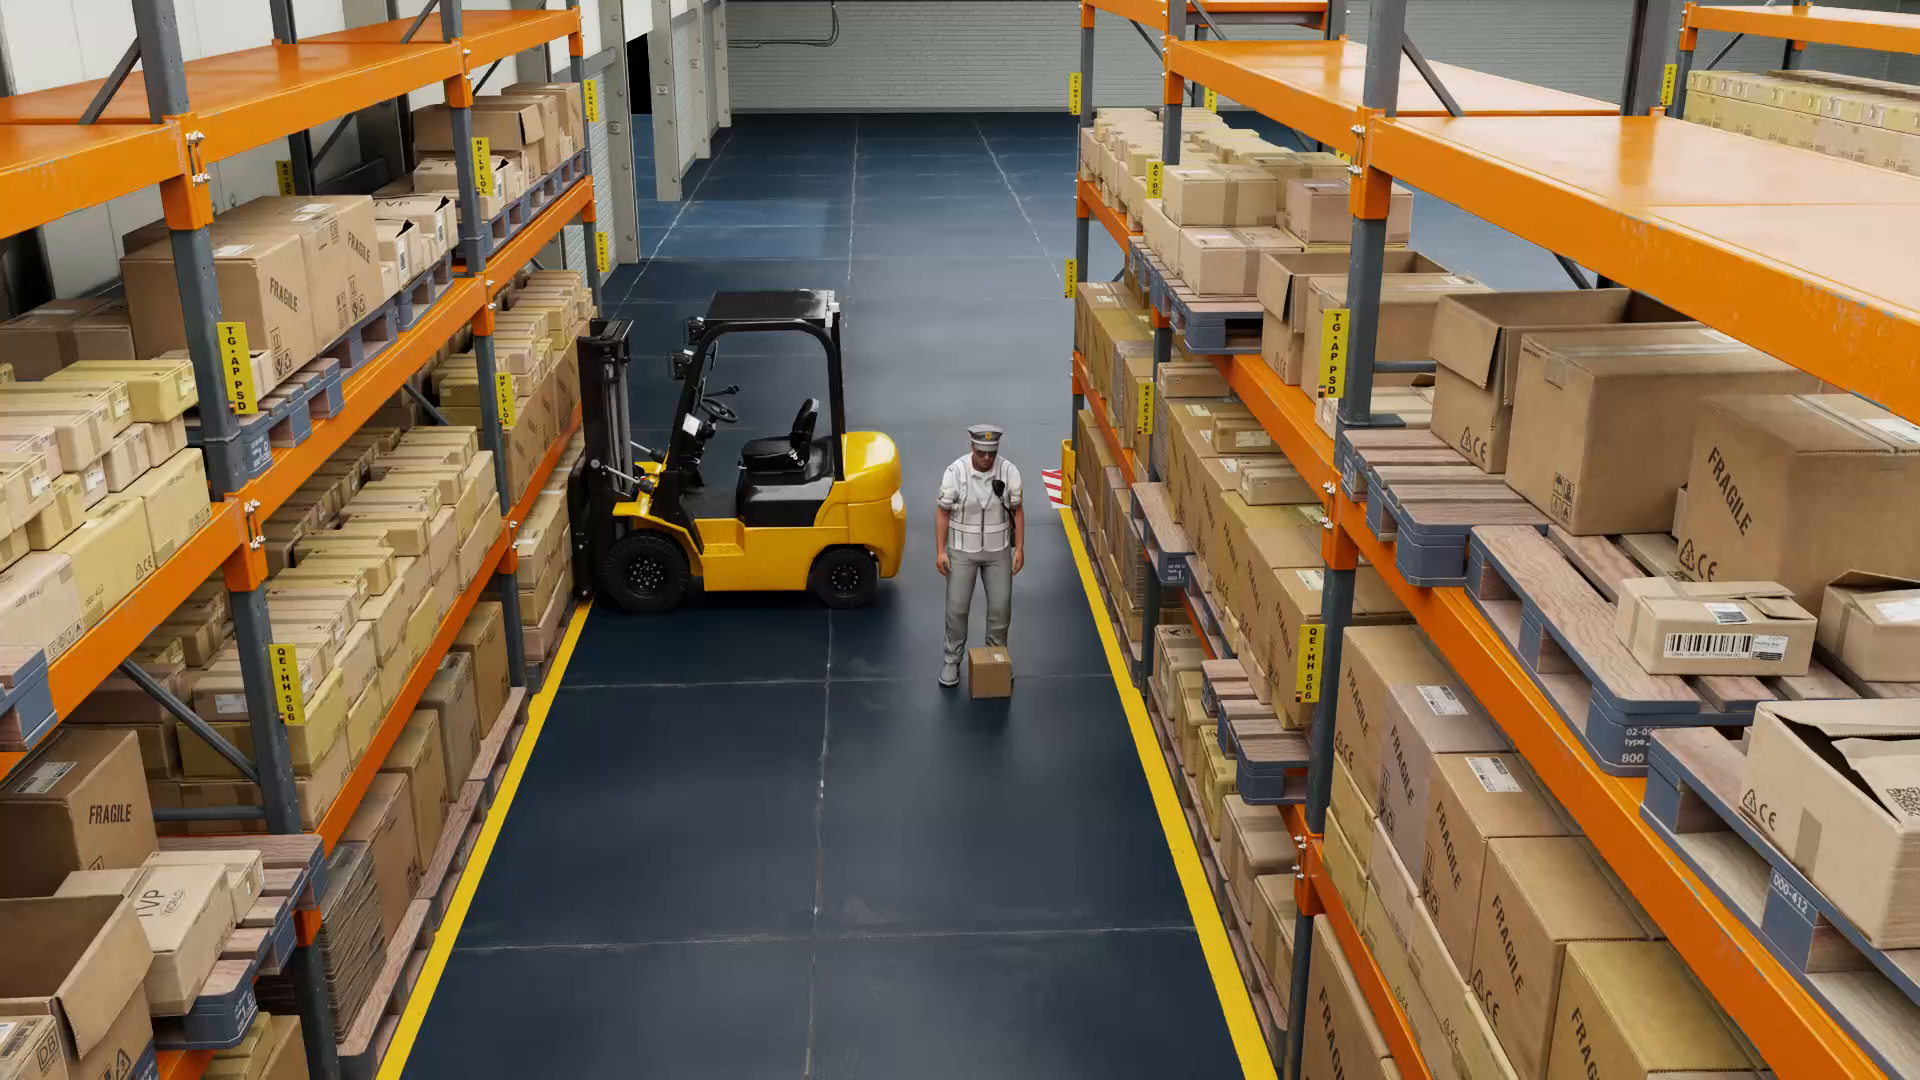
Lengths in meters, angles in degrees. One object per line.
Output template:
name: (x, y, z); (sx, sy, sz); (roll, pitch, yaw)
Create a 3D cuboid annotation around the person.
person: (0.130, 0.069, 10.877); (0.587, 1.748, 0.442); (-2, 20, -6)
